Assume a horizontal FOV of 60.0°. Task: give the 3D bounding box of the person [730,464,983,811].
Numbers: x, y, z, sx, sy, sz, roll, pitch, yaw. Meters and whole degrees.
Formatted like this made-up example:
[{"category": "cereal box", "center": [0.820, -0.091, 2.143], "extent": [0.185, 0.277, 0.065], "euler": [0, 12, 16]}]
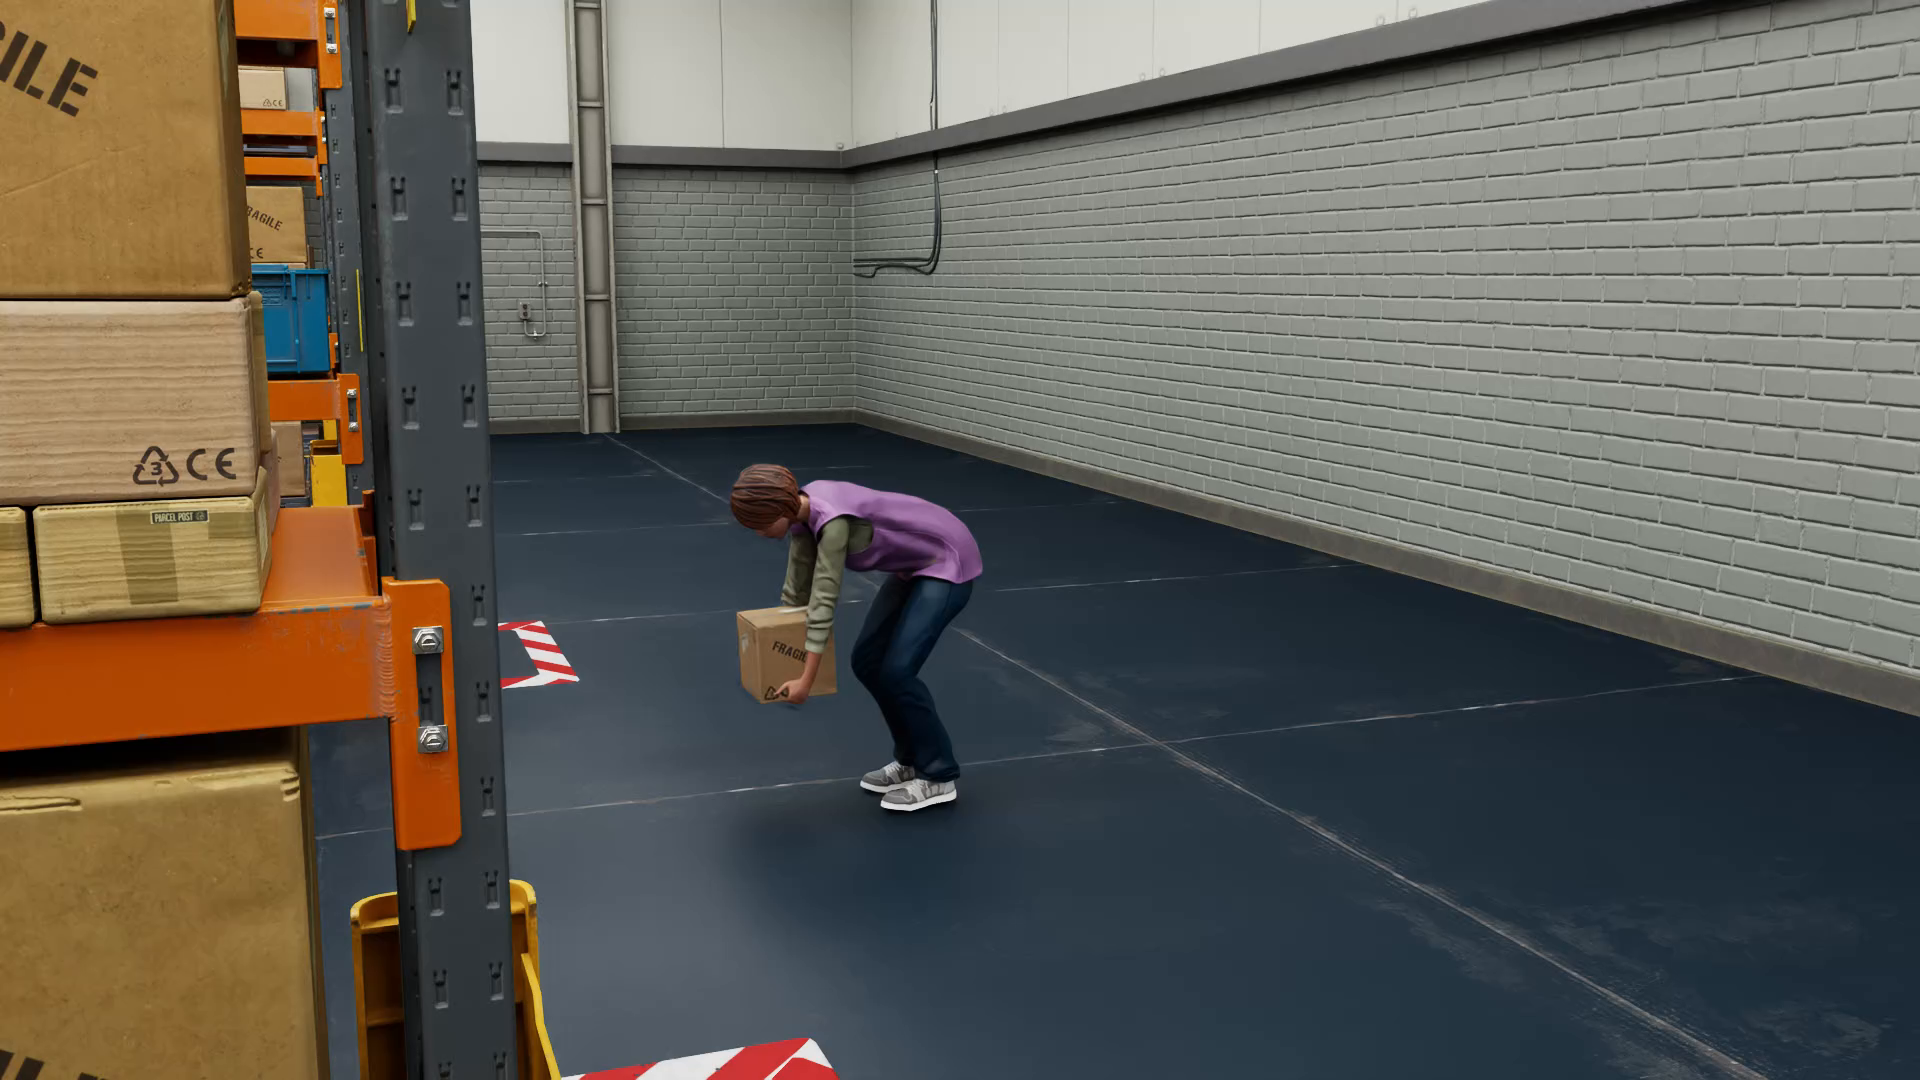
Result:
[{"category": "person", "center": [-0.332, 0.312, 5.413], "extent": [0.837, 1.137, 0.398], "euler": [-4, 10, -23]}]
